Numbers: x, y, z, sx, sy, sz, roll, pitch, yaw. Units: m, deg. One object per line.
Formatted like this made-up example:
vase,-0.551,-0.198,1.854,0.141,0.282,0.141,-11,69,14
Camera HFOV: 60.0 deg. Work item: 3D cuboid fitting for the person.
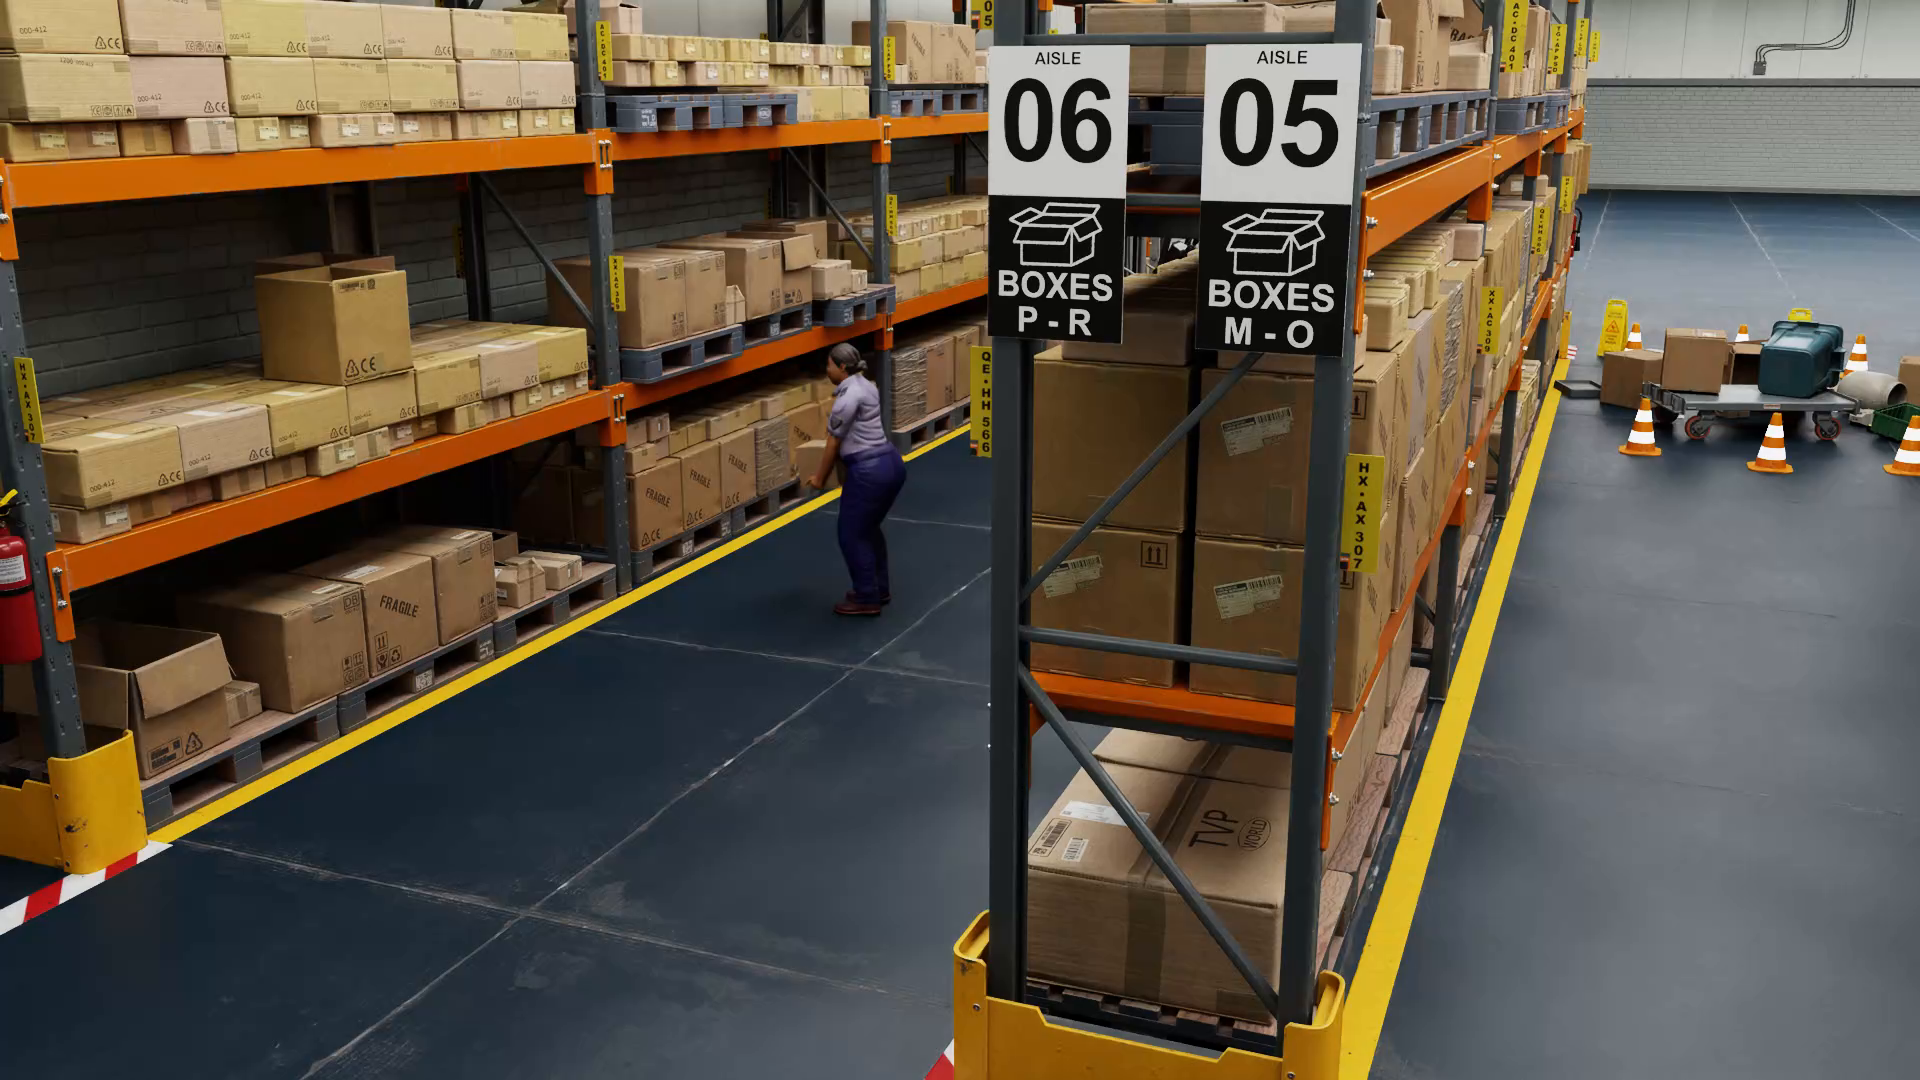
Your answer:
person,-0.622,-0.371,9.953,0.559,1.622,0.435,6,17,20
